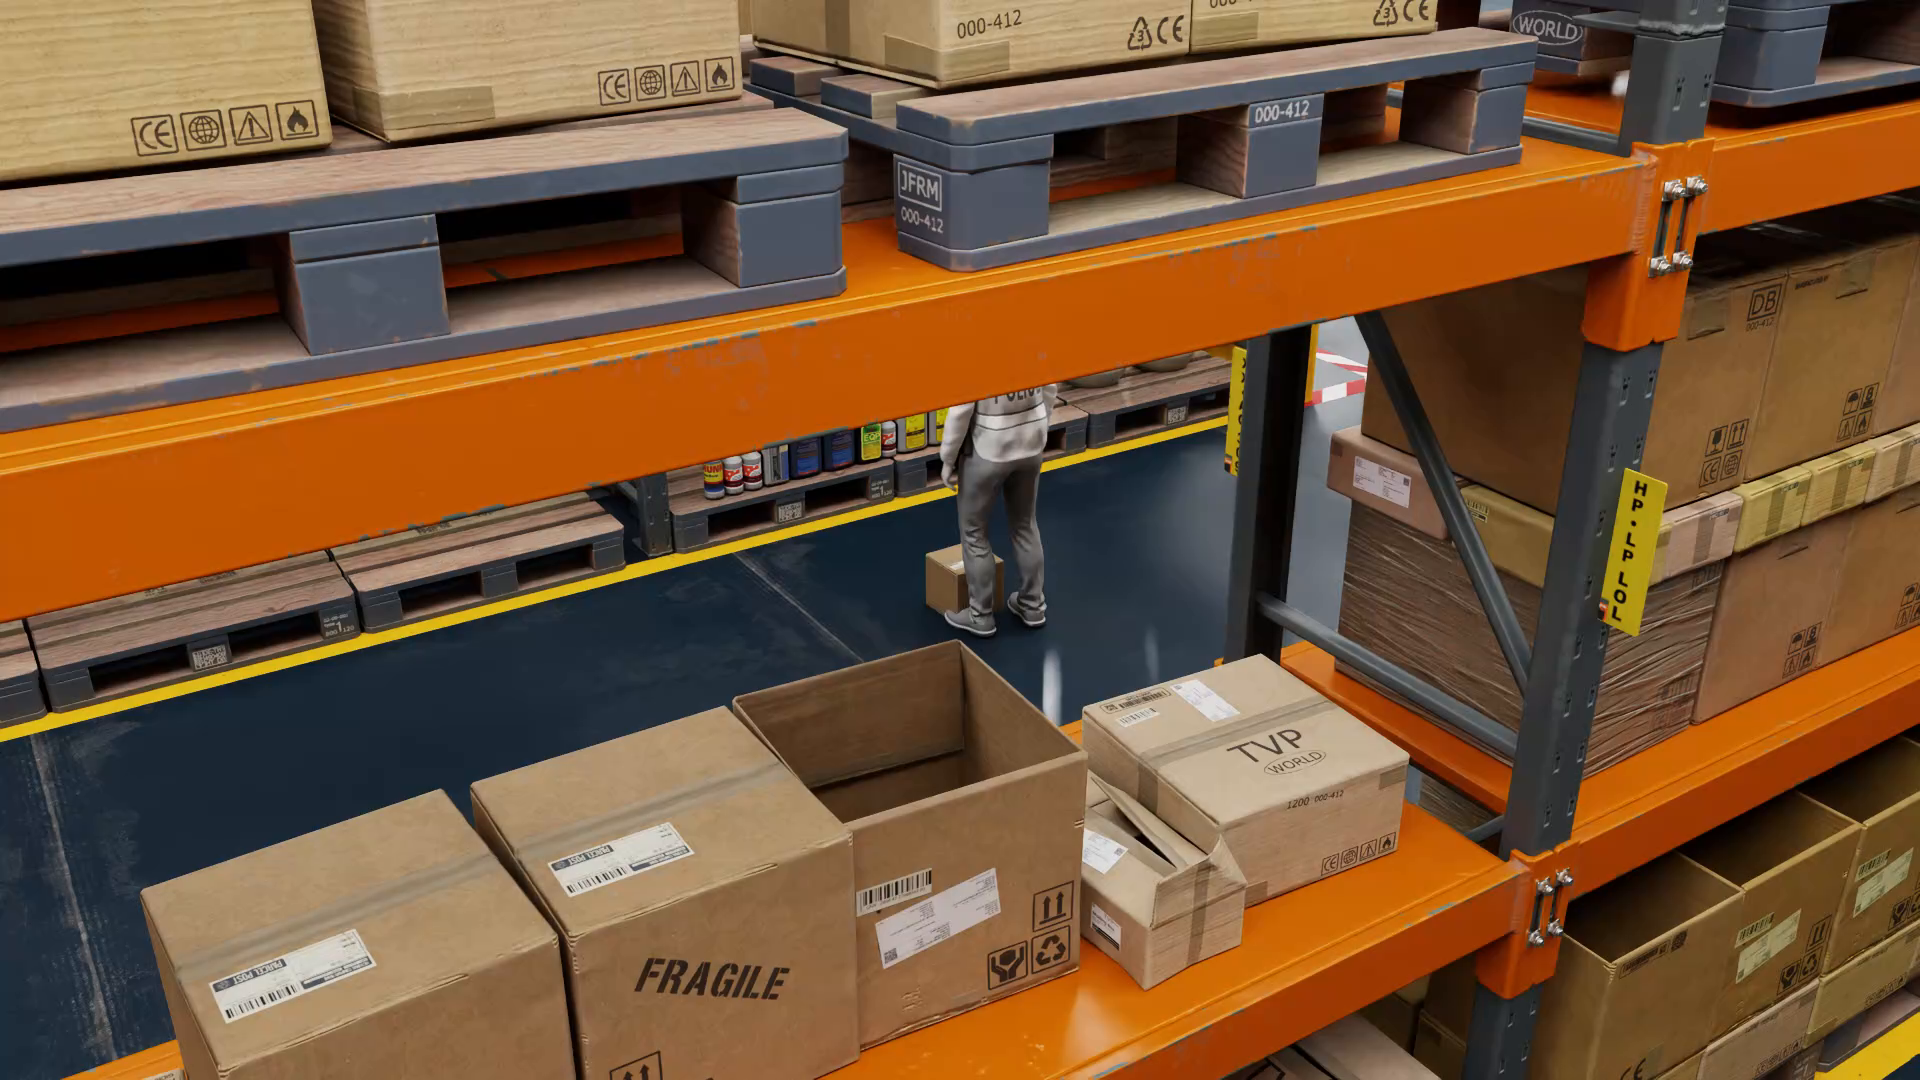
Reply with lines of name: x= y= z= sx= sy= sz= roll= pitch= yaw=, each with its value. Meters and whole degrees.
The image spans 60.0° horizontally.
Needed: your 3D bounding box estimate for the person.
person: x=0.144 y=-0.372 z=6.893 sx=0.538 sy=1.663 sz=0.405 roll=-16 pitch=30 yaw=-31
